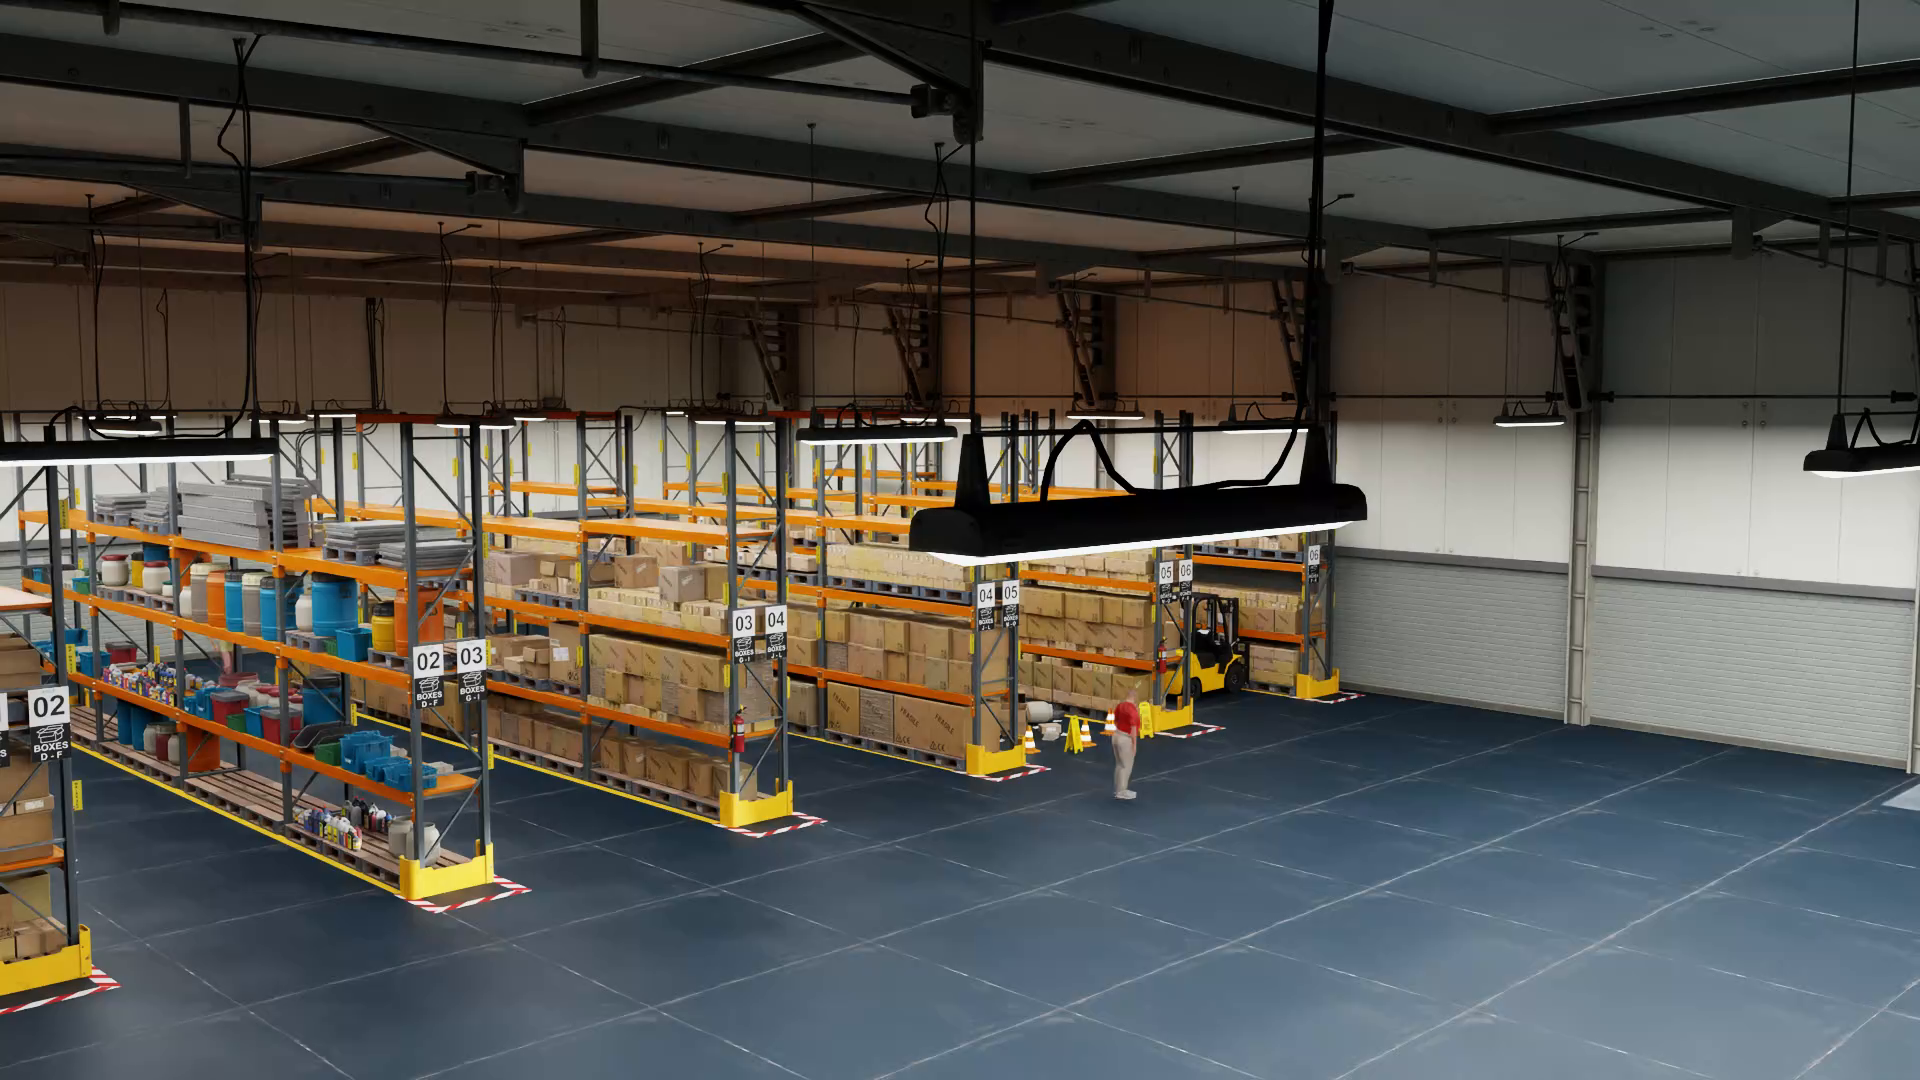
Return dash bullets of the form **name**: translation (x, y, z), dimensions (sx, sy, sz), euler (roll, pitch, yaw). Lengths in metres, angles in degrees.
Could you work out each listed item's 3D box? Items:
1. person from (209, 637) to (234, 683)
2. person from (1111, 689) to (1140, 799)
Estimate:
- **person**: translation (-15.749, 2.415, 35.631), dimensions (0.795, 1.723, 0.618), euler (3, 6, 33)
- **person**: translation (2.616, 3.204, 26.184), dimensions (0.392, 1.736, 0.567), euler (-2, 5, -25)
